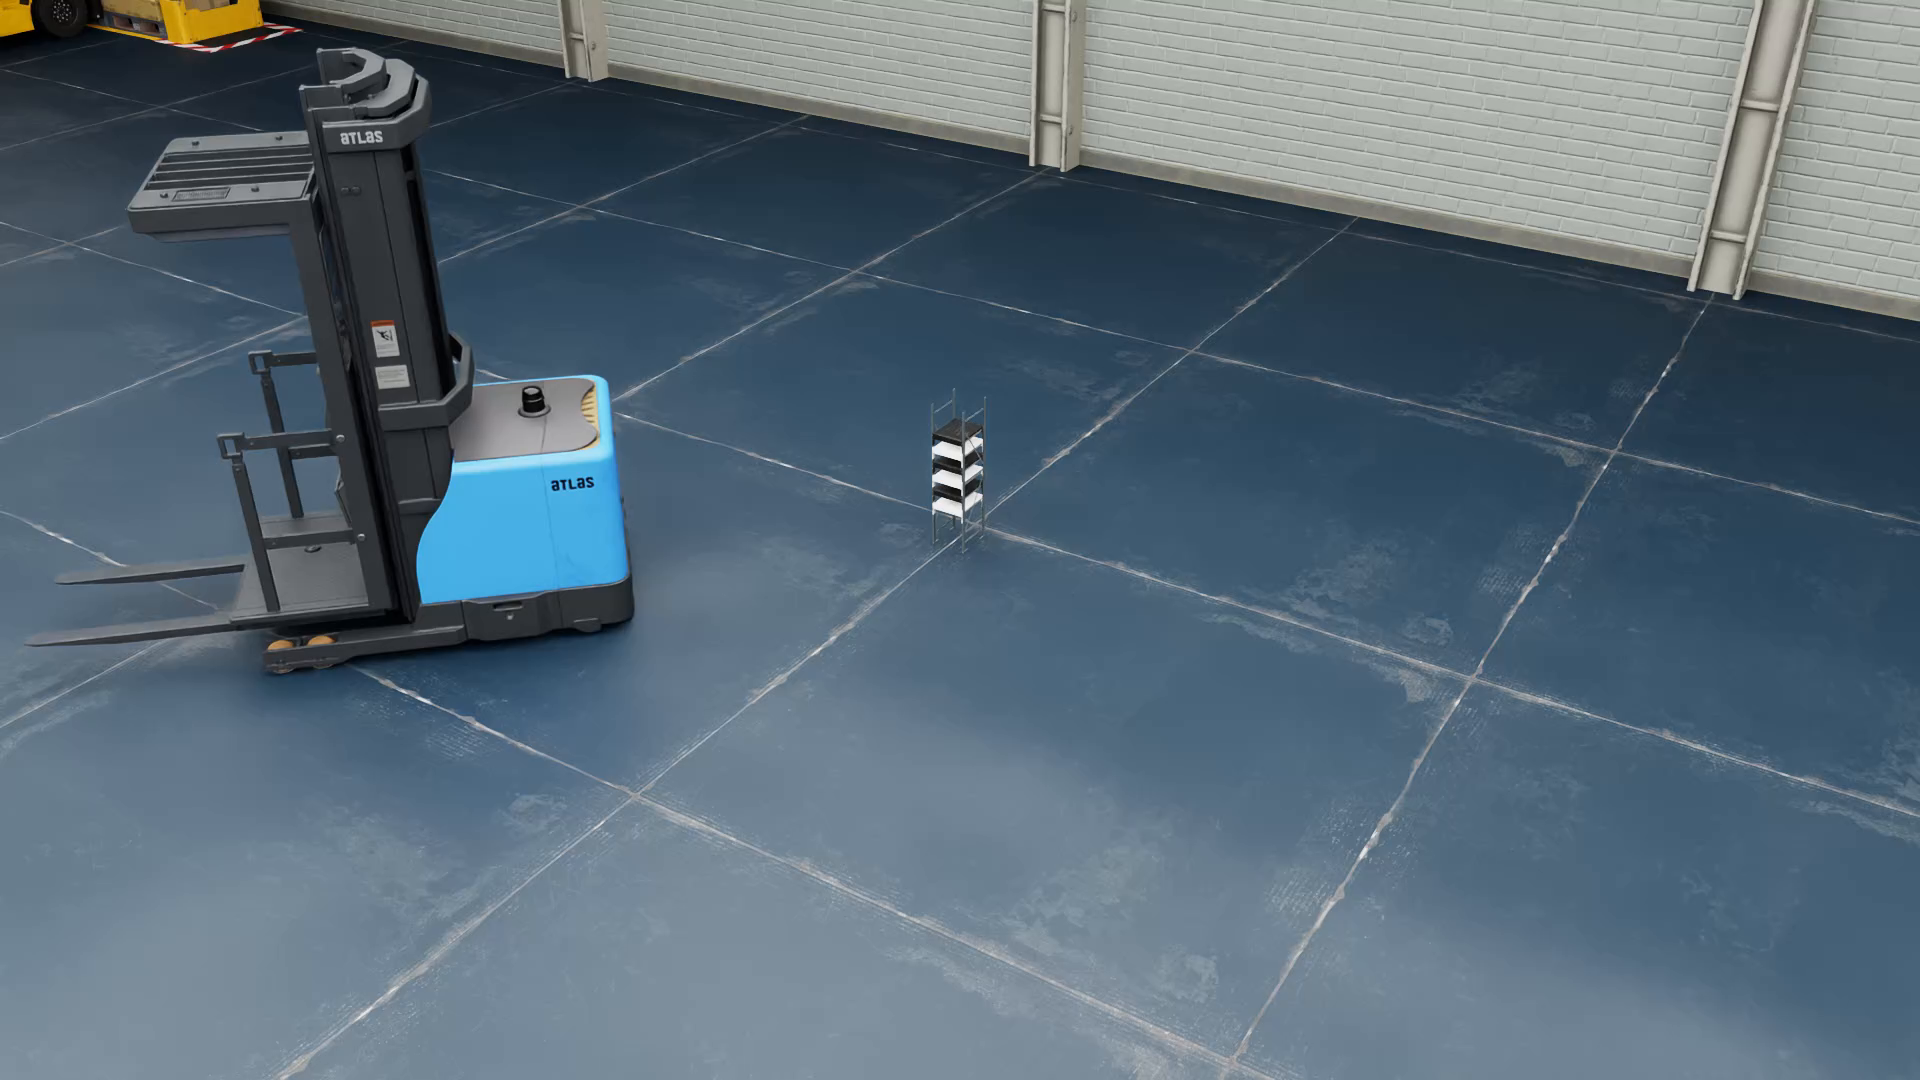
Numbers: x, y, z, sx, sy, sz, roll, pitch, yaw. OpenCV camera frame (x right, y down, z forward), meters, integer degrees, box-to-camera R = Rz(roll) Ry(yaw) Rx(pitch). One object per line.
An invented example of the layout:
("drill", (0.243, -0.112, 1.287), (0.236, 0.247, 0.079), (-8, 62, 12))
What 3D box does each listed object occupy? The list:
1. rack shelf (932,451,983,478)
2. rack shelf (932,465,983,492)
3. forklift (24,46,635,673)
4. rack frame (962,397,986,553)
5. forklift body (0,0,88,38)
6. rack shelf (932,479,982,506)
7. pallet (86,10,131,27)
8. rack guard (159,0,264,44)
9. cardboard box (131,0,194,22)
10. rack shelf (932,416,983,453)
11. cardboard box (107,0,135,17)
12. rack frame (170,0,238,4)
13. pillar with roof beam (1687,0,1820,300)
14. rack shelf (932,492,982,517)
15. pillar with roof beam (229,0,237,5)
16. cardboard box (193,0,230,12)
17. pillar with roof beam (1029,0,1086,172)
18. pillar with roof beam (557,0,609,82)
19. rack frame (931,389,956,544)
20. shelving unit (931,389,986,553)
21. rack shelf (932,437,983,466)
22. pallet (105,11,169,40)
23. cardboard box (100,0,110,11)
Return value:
("rack shelf", (-0.007, -0.440, 9.498), (0.200, 0.077, 0.258), (18, 35, 27))
("rack shelf", (-0.007, -0.362, 9.544), (0.200, 0.077, 0.258), (18, 35, 27))
("forklift", (-3.323, -0.871, 8.334), (3.031, 2.935, 1.130), (-6, 31, -11))
("rack frame", (0.079, -0.364, 9.480), (0.006, 0.900, 0.240), (18, 35, 27))
("forklift body", (-11.723, -6.896, 19.435), (1.214, 2.155, 2.313), (18, 35, 27))
("rack shelf", (-0.007, -0.284, 9.589), (0.200, 0.077, 0.258), (18, 35, 27))
("pallet", (-10.846, -6.843, 21.270), (1.213, 0.211, 1.003), (18, 35, 27))
("rack guard", (-9.126, -6.447, 20.304), (0.348, 0.500, 1.175), (18, 35, 27))
("cardboard box", (-9.713, -6.518, 20.257), (0.500, 0.250, 0.500), (18, 35, 28))
("rack shelf", (-0.007, -0.595, 9.408), (0.200, 0.077, 0.258), (18, 35, 27))
("cardboard box", (-10.129, -6.655, 20.492), (0.500, 0.250, 0.500), (18, 35, 27))
("rack frame", (-9.147, -7.533, 19.686), (0.127, 3.000, 1.000), (18, 35, 27))
("pillar with roof beam", (3.700, -4.036, 7.738), (0.400, 9.000, 9.100), (18, 35, 27))
("rack shelf", (-0.007, -0.207, 9.634), (0.200, 0.077, 0.258), (18, 35, 27))
("pillar with roof beam", (-11.546, -8.858, 16.003), (0.400, 9.000, 9.100), (18, 35, 27))
("cardboard box", (-9.459, -6.742, 20.641), (0.500, 0.250, 0.500), (18, 35, 28))
("pillar with roof beam", (-1.382, -5.643, 10.493), (0.400, 9.000, 9.100), (18, 35, 27))
("pillar with roof beam", (-6.464, -7.251, 13.248), (0.400, 9.000, 9.100), (18, 35, 27))
("rack frame", (-0.093, -0.418, 9.574), (0.006, 0.900, 0.240), (18, 35, 27))
("shelving unit", (-0.007, -0.391, 9.527), (0.210, 0.900, 0.258), (18, 35, 27))
("rack shelf", (-0.007, -0.518, 9.453), (0.200, 0.077, 0.258), (18, 35, 27))
("pallet", (-9.817, -6.515, 20.709), (1.213, 0.211, 1.003), (18, 35, 27))
("cardboard box", (-10.548, -6.793, 20.729), (0.500, 0.250, 0.500), (18, 35, 28))
